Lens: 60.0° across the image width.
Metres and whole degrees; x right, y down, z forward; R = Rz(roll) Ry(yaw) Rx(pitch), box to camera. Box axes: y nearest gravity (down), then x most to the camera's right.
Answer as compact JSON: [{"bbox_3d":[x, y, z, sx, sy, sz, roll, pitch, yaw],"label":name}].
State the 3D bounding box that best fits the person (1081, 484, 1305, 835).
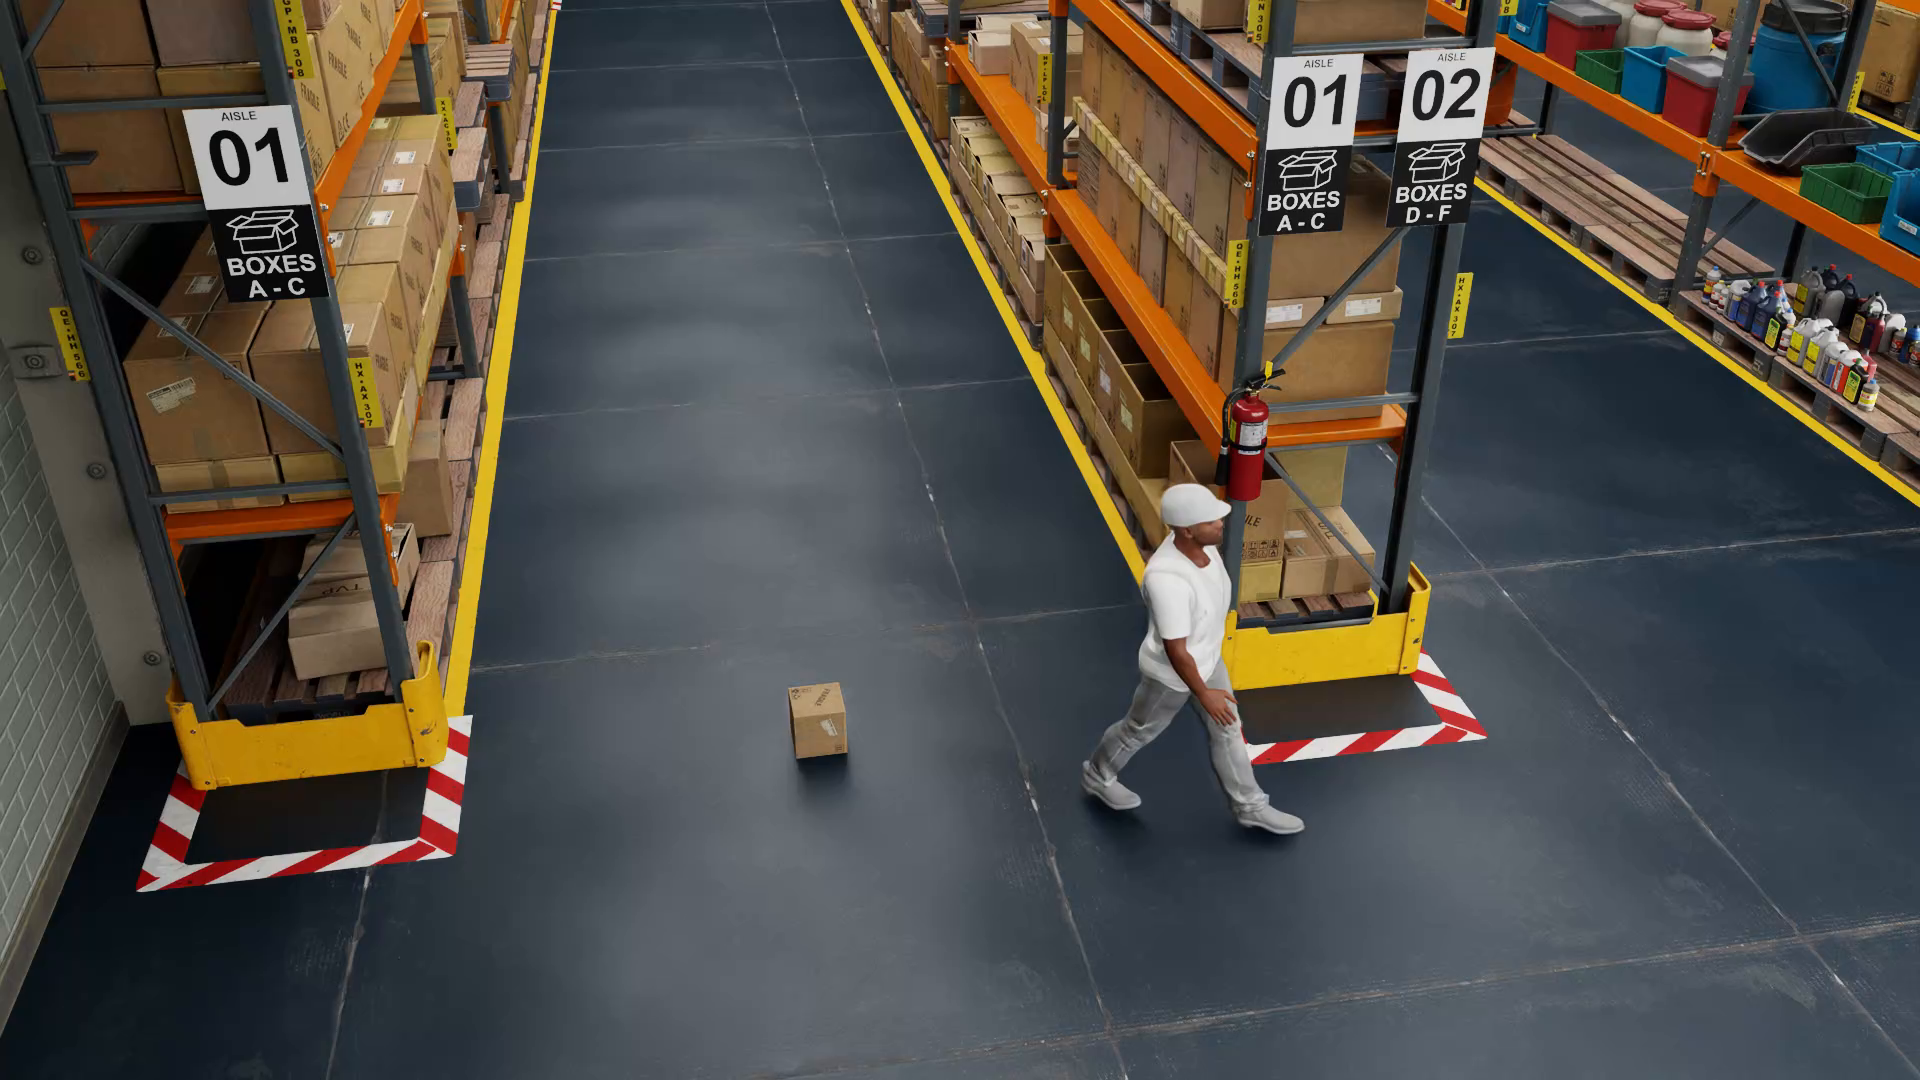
[{"bbox_3d":[1.031,0.538,7.179,1.030,1.708,0.564,15,34,24],"label":"person"}]
